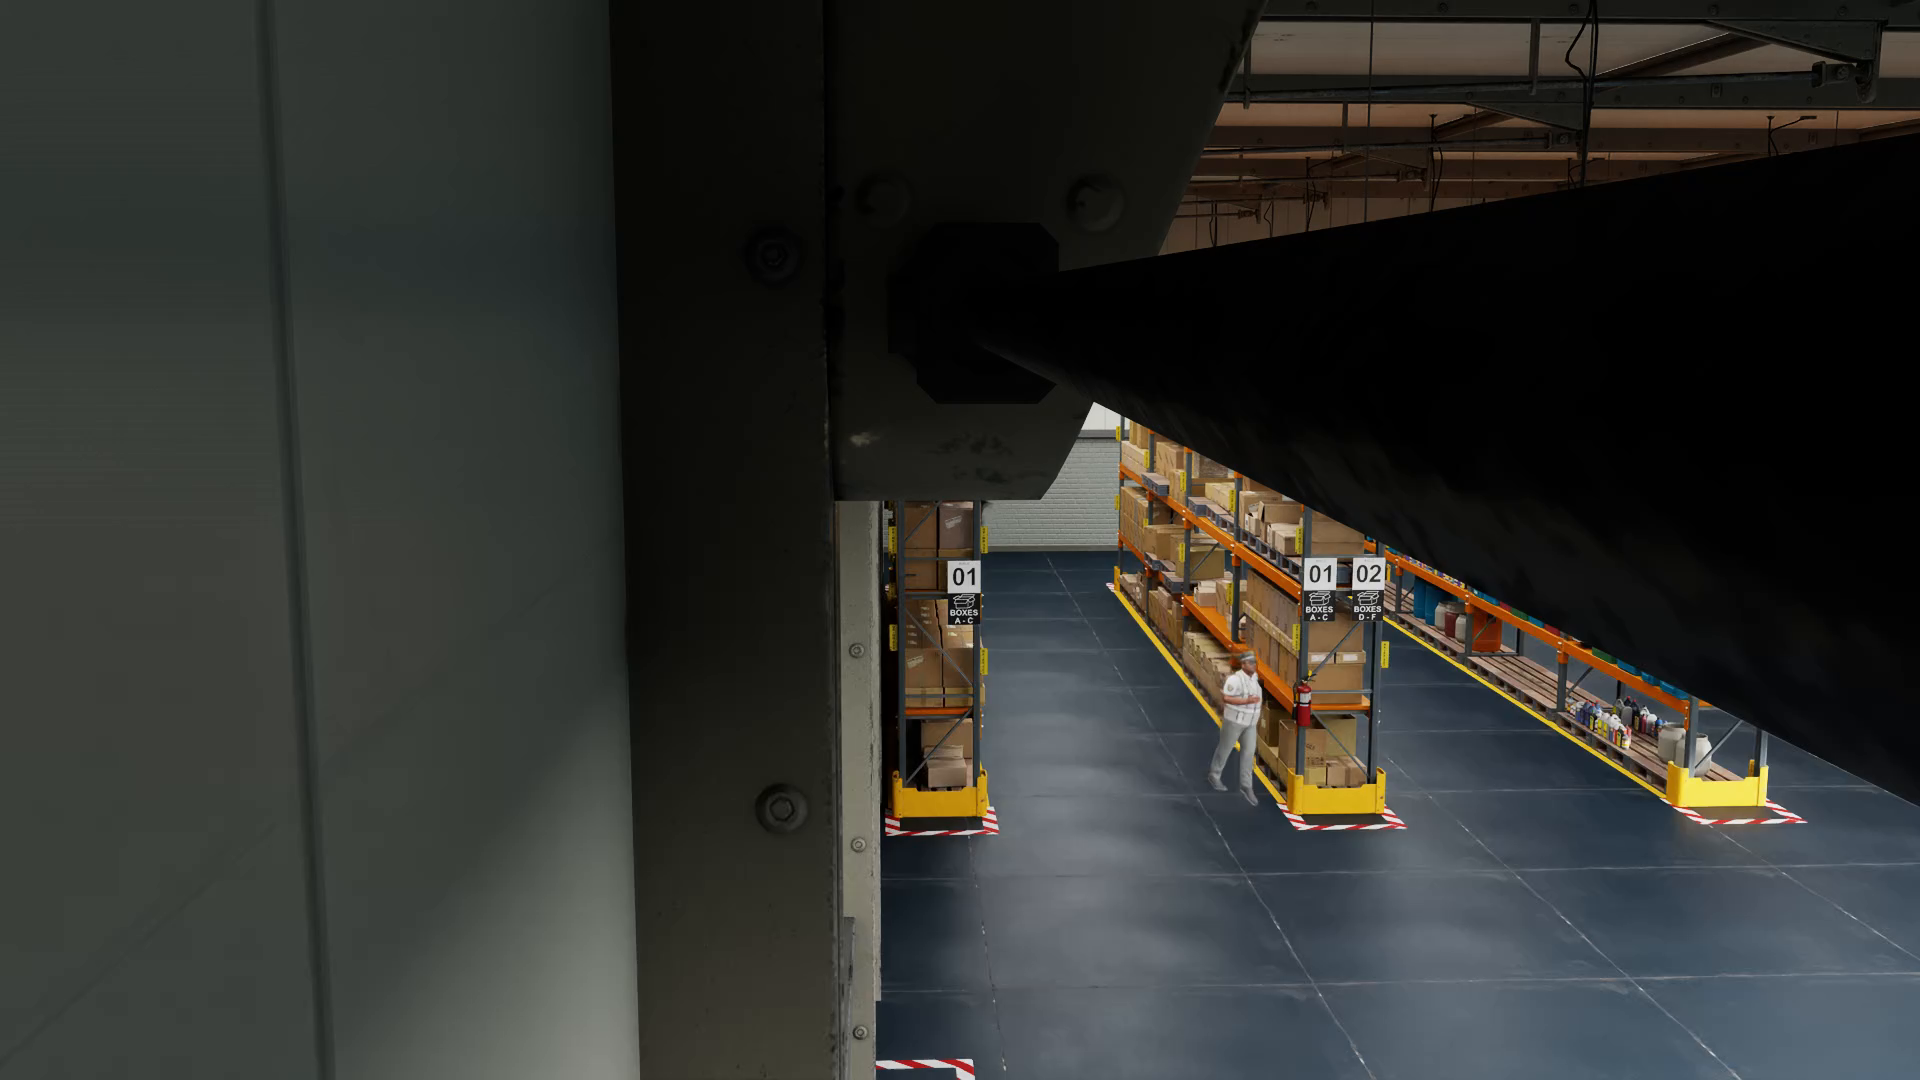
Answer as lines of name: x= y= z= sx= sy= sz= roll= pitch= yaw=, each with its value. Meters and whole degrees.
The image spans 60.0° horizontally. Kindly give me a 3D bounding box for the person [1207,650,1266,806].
person: x=3.448 y=2.265 z=20.376 sx=0.659 sy=1.881 sz=0.743 roll=-6 pitch=10 yaw=-34
